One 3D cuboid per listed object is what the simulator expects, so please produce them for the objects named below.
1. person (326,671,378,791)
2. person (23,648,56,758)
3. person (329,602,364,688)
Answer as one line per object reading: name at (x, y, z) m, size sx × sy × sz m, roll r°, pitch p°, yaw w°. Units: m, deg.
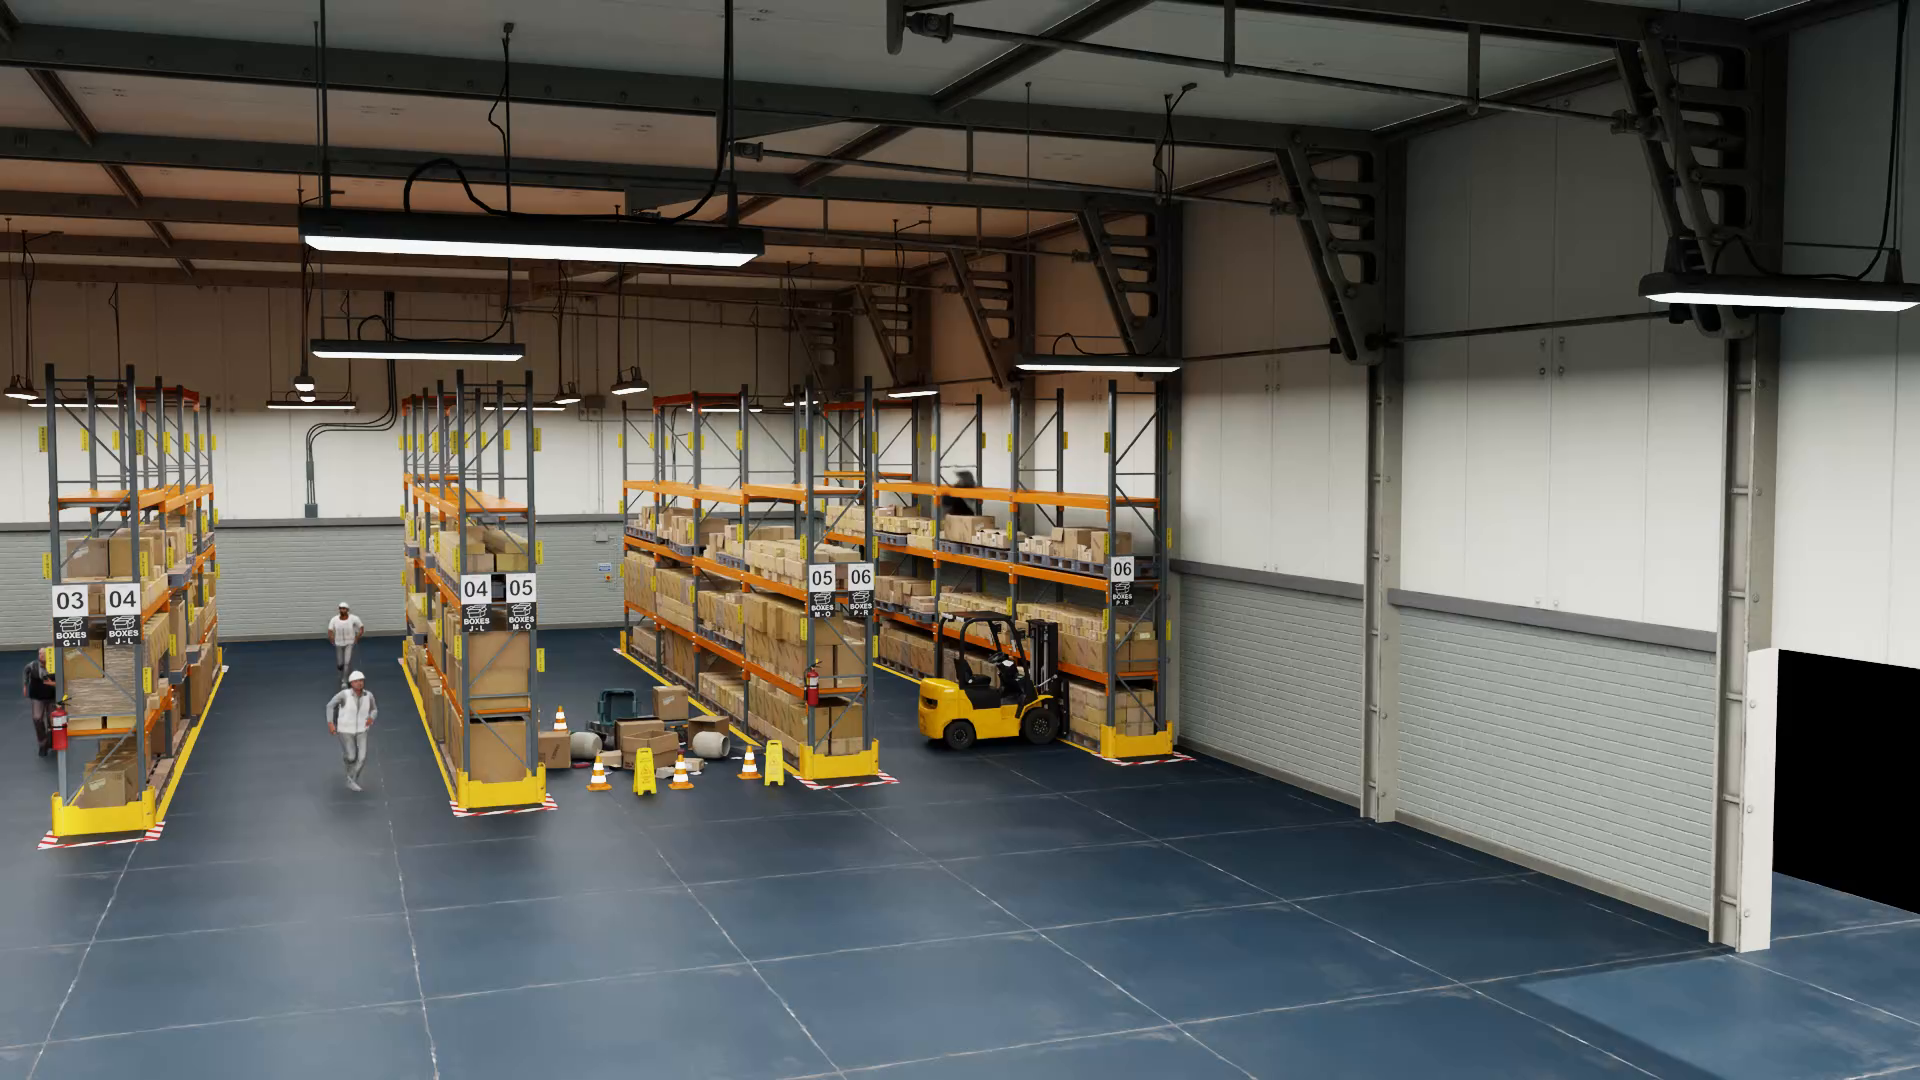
person at (-8.771, 2.753, 24.050) m, size 0.693 × 1.730 × 0.681 m, roll -2°, pitch 4°, yaw -36°
person at (-14.692, 2.591, 26.721) m, size 0.679 × 1.762 × 0.851 m, roll -1°, pitch 4°, yaw -20°
person at (-12.633, 2.144, 34.238) m, size 0.701 × 1.744 × 0.706 m, roll -1°, pitch 3°, yaw -11°
